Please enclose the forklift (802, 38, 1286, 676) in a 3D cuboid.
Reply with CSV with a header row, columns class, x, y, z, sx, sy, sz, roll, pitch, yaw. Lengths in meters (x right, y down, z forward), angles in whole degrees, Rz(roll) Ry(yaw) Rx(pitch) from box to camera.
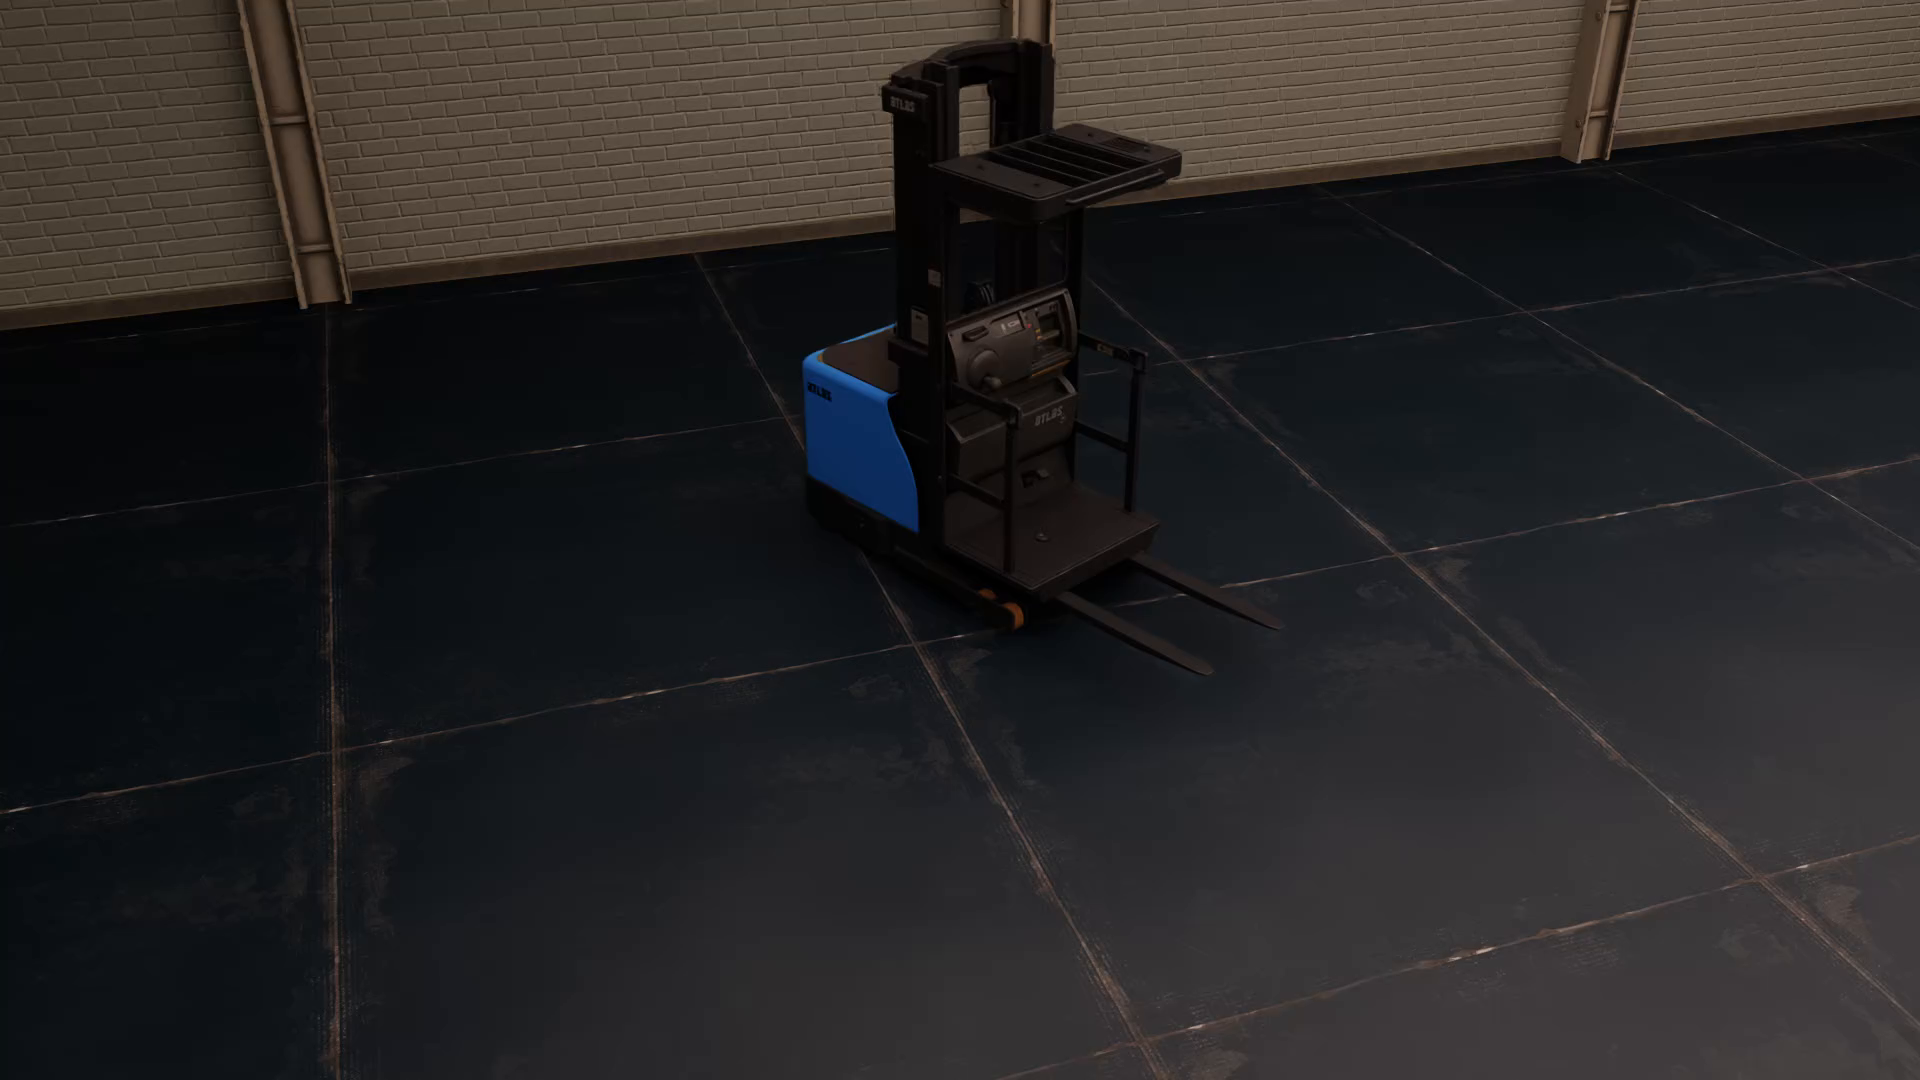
class,x,y,z,sx,sy,sz,roll,pitch,yaw
forklift,0.438,-1.054,8.918,1.130,2.935,3.031,-26,39,-37
